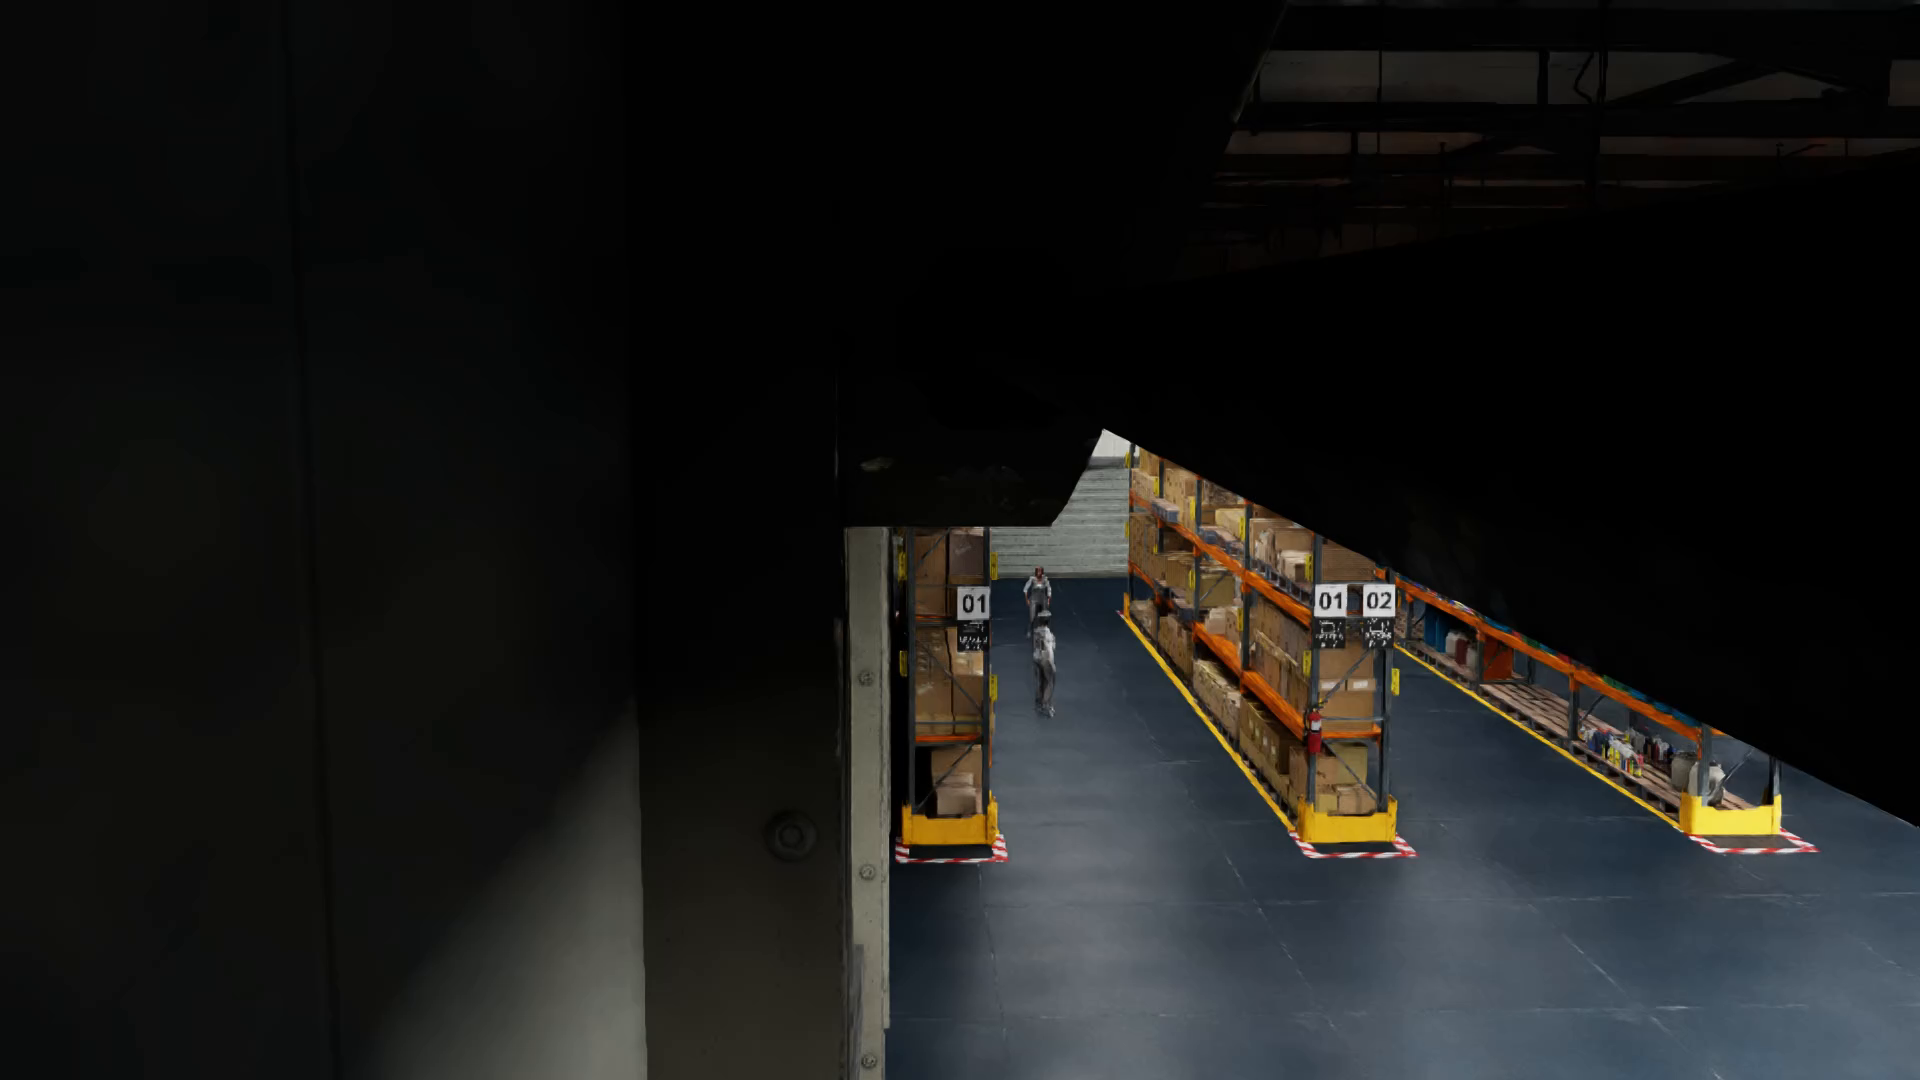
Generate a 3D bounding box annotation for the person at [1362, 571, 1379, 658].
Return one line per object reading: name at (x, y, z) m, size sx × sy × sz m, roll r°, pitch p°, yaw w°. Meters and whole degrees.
person at (7.797, 1.355, 31.910) m, size 0.576 × 1.768 × 0.626 m, roll 4°, pitch 8°, yaw 28°

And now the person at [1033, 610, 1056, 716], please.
person at (1.401, 2.026, 27.355) m, size 0.362 × 1.727 × 0.538 m, roll -4°, pitch 8°, yaw -28°

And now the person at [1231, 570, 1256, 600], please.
person at (6.162, 0.856, 36.149) m, size 0.589 × 1.716 × 1.043 m, roll 0°, pitch 7°, yaw -3°

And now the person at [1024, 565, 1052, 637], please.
person at (1.577, 1.255, 33.762) m, size 0.566 × 1.541 × 0.519 m, roll -1°, pitch 7°, yaw -5°
